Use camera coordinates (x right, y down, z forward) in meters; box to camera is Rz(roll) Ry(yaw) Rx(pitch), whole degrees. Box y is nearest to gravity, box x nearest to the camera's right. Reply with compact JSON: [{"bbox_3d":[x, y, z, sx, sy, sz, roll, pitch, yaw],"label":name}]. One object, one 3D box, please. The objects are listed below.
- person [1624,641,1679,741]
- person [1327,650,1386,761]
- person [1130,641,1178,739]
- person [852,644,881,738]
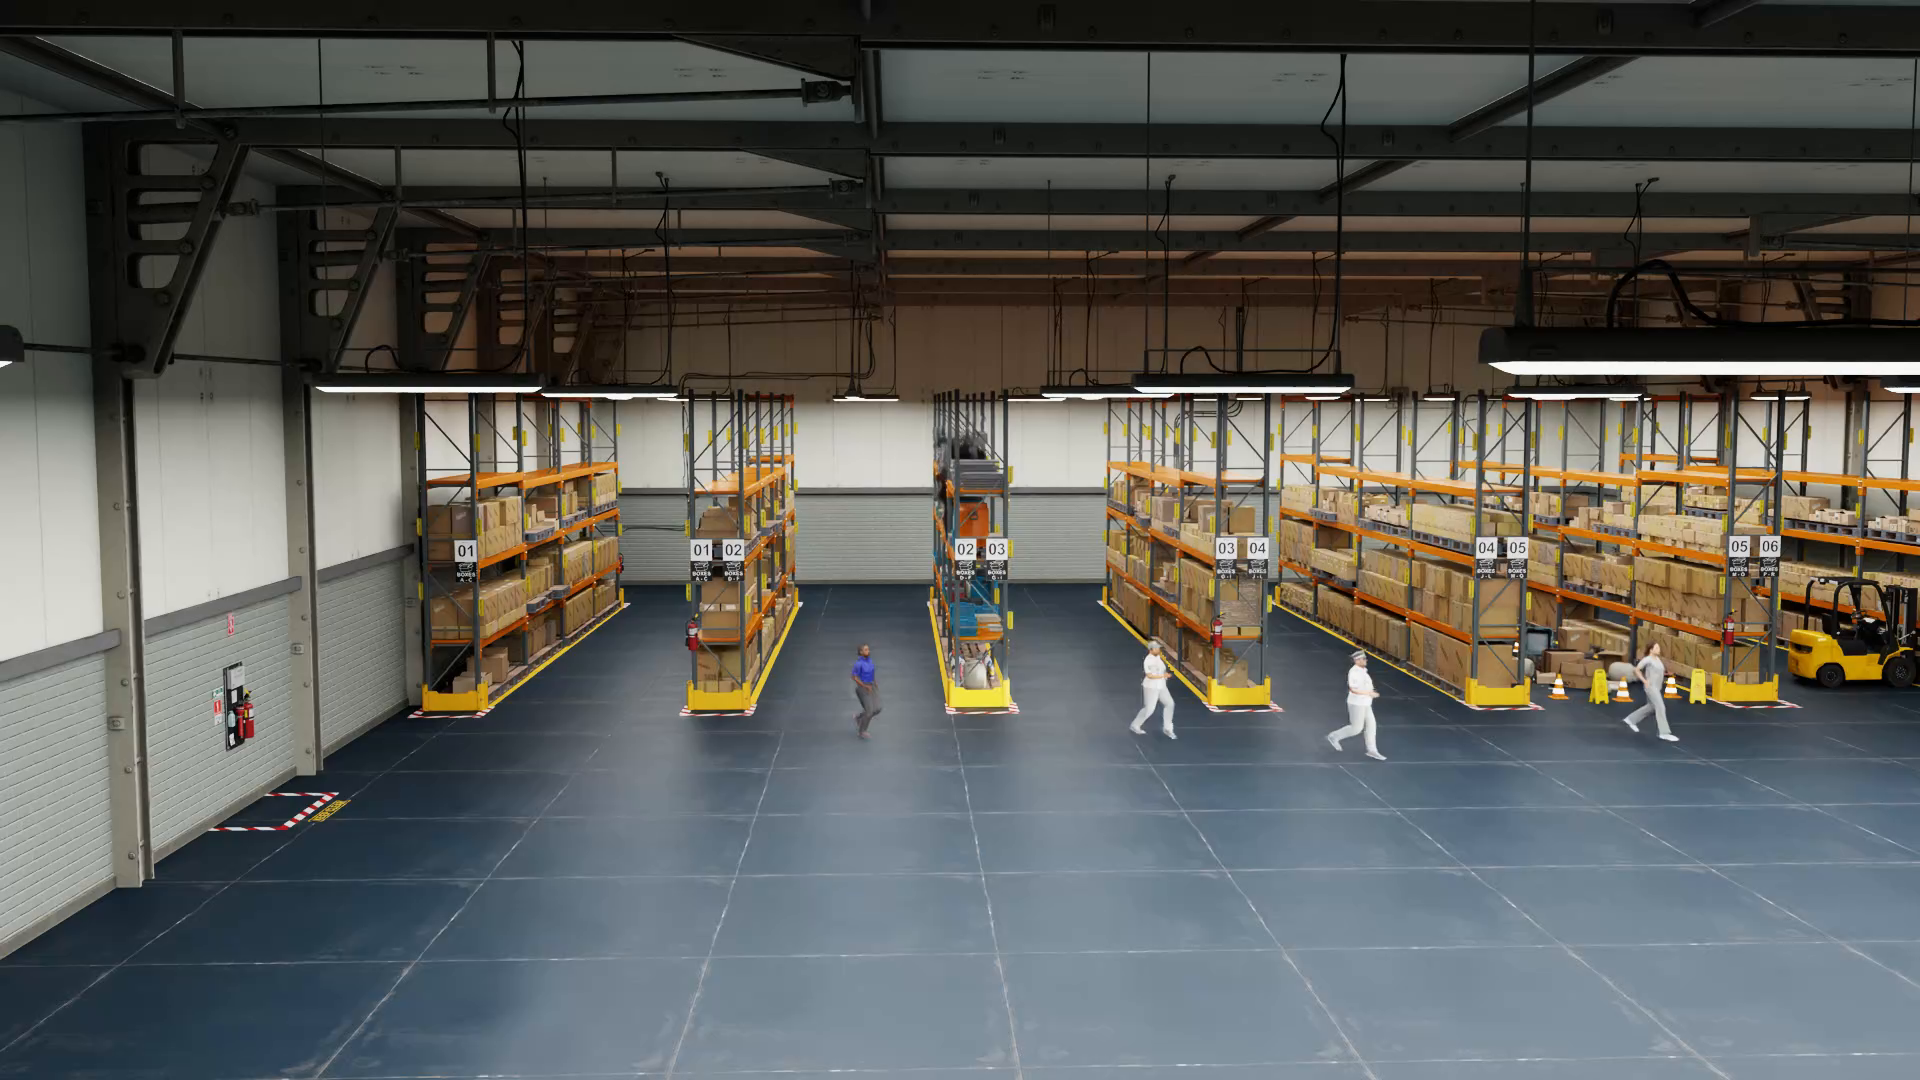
[{"bbox_3d":[11.830,2.549,28.417,0.970,1.652,0.565,4,6,44],"label":"person"},{"bbox_3d":[6.439,2.654,26.883,0.919,1.790,0.664,2,5,27],"label":"person"},{"bbox_3d":[3.344,2.582,28.613,0.816,1.703,0.607,3,6,32],"label":"person"},{"bbox_3d":[-1.622,2.591,28.637,0.492,1.621,0.581,3,5,30],"label":"person"}]
